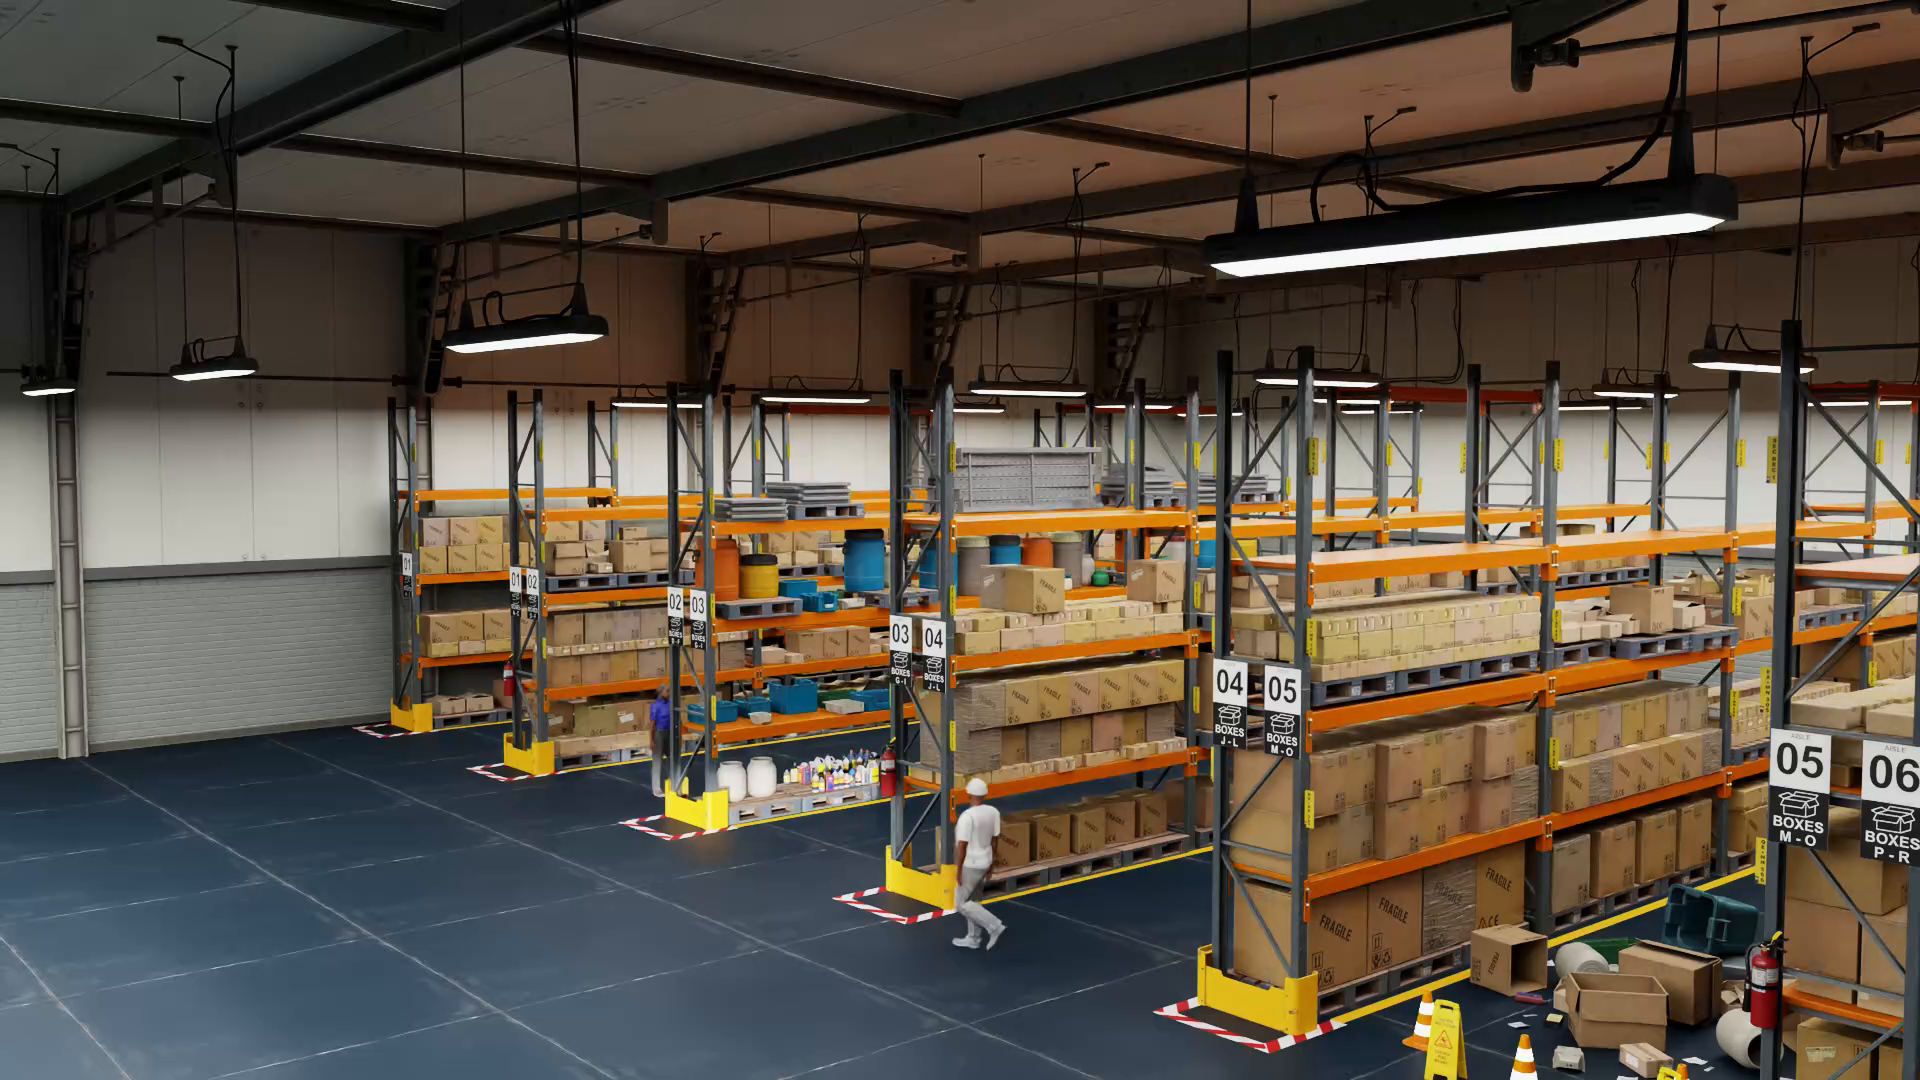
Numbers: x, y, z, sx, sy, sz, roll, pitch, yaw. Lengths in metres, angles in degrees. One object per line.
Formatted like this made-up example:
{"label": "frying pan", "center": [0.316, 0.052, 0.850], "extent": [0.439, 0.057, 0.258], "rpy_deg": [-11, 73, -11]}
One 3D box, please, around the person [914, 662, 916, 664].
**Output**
{"label": "person", "center": [-1.132, 2.423, 33.112], "extent": [0.510, 1.716, 0.567], "rpy_deg": [0, 3, -6]}

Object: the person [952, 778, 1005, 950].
{"label": "person", "center": [0.179, 3.291, 16.822], "extent": [0.607, 1.761, 0.522], "rpy_deg": [1, 3, 14]}

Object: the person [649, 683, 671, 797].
{"label": "person", "center": [-4.322, 2.948, 24.322], "extent": [0.383, 1.690, 0.508], "rpy_deg": [2, 4, 34]}
